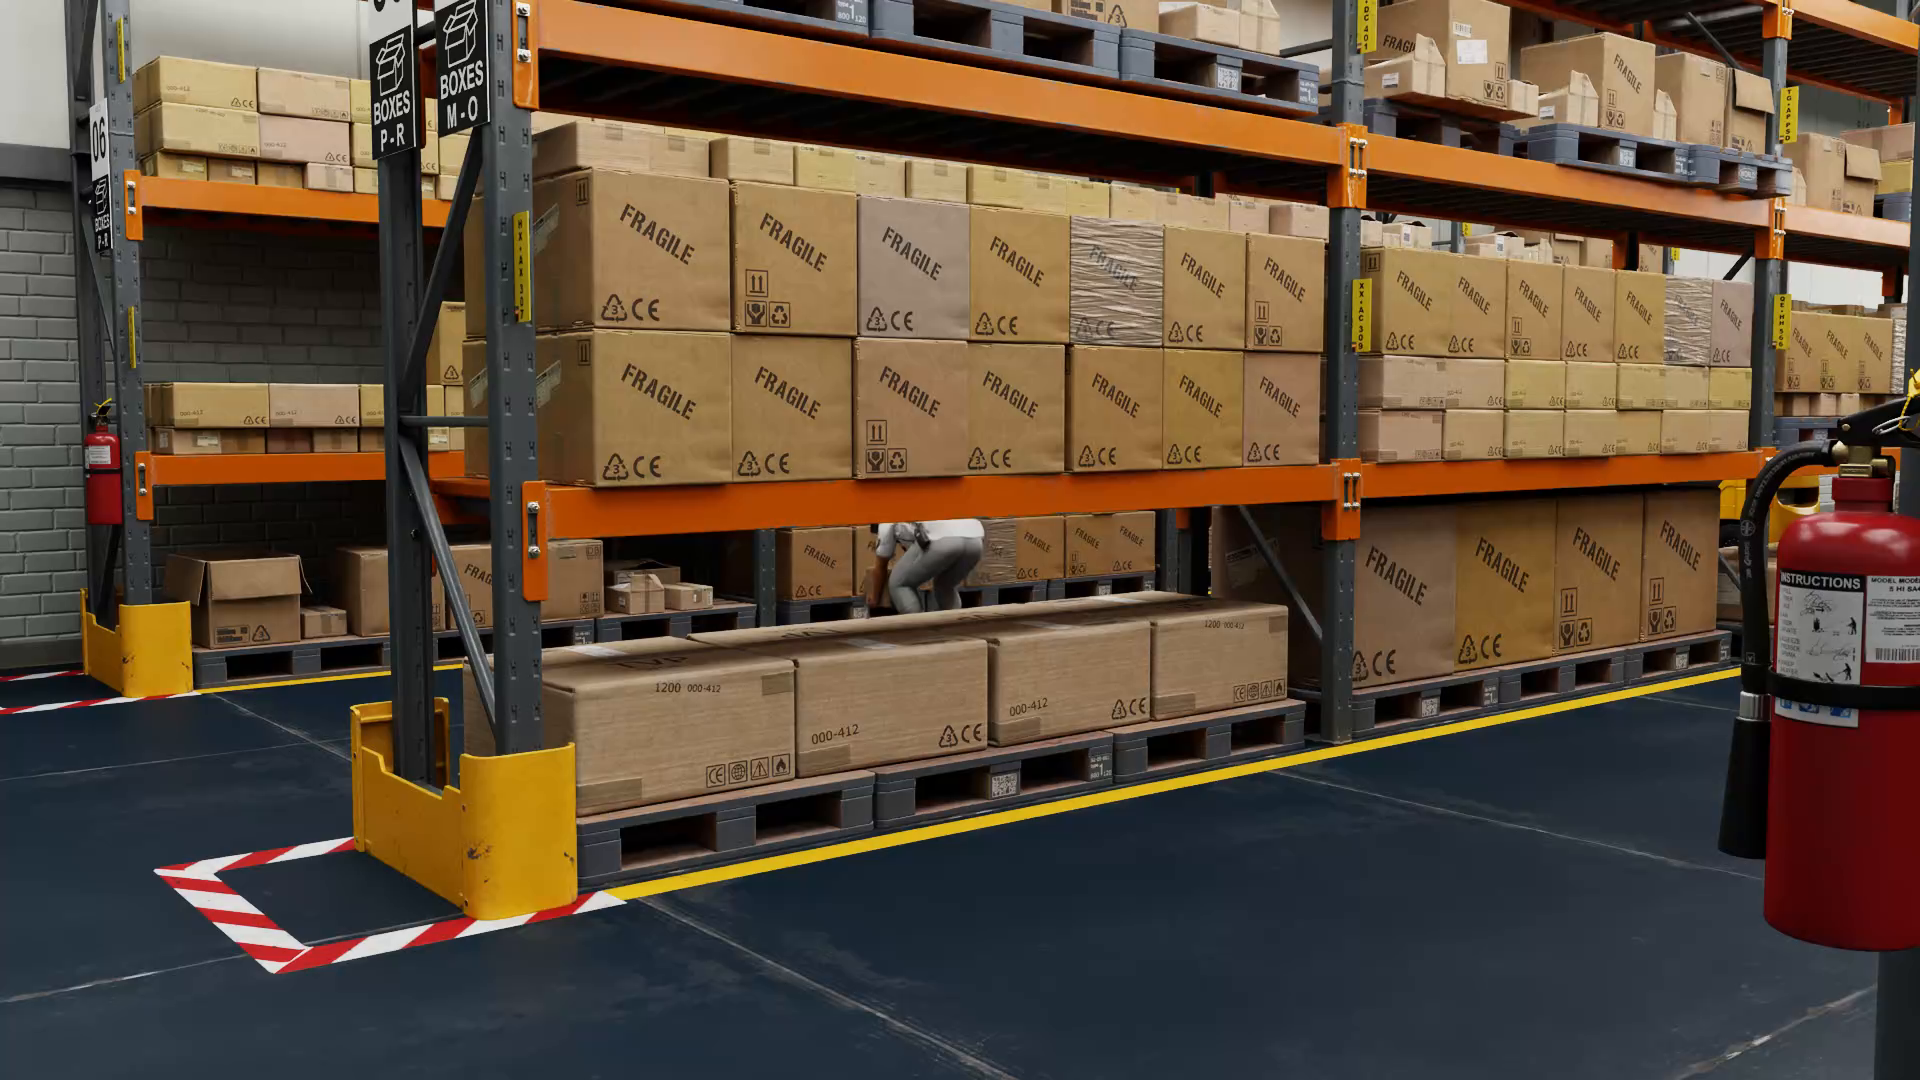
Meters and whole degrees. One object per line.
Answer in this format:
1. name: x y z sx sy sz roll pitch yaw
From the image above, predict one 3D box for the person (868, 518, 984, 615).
1. person: -0.247 0.212 10.752 0.487 1.015 0.938 -4 6 -42
